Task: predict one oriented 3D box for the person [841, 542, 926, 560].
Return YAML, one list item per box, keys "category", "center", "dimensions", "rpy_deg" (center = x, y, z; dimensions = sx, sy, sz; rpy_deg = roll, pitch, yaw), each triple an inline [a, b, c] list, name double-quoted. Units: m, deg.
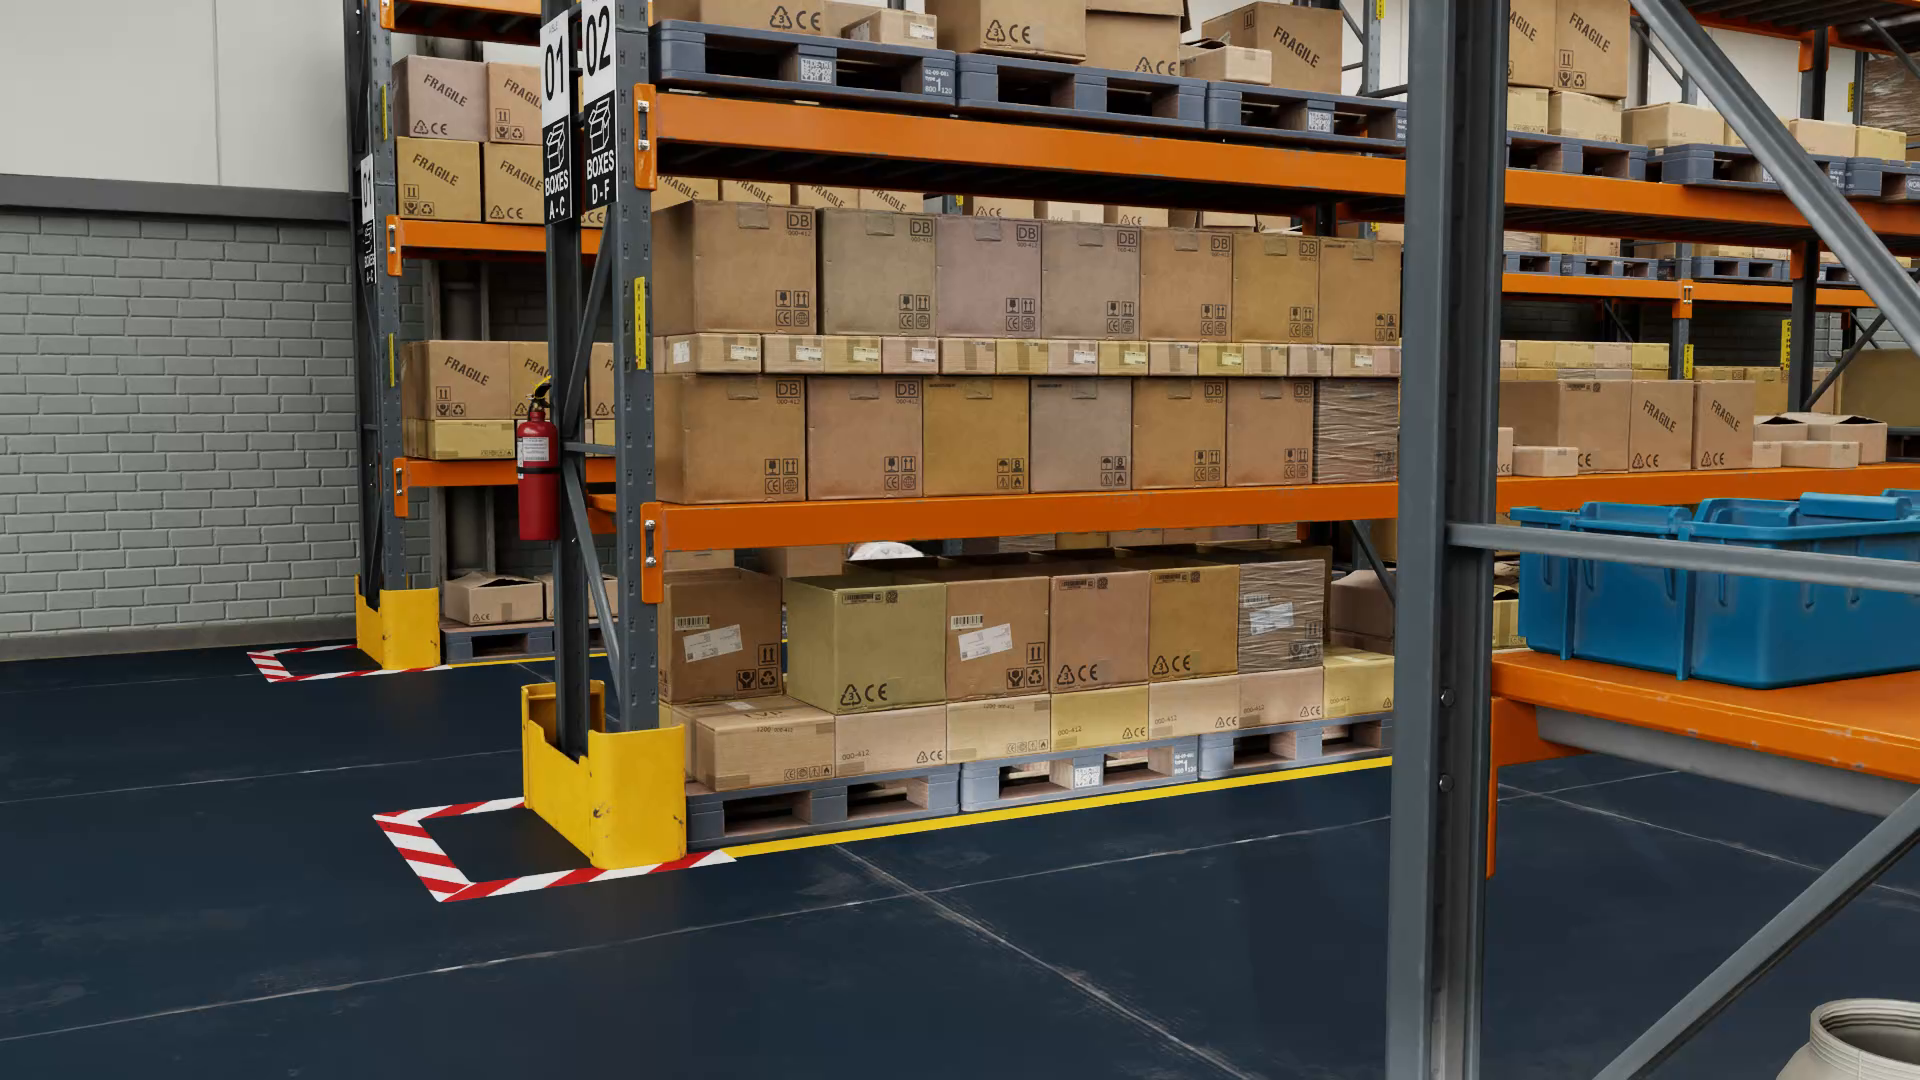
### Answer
- category: "person"
  center: [-0.444, 0.406, 10.892]
  dimensions: [0.540, 0.891, 0.995]
  rpy_deg: [-3, 6, -30]
